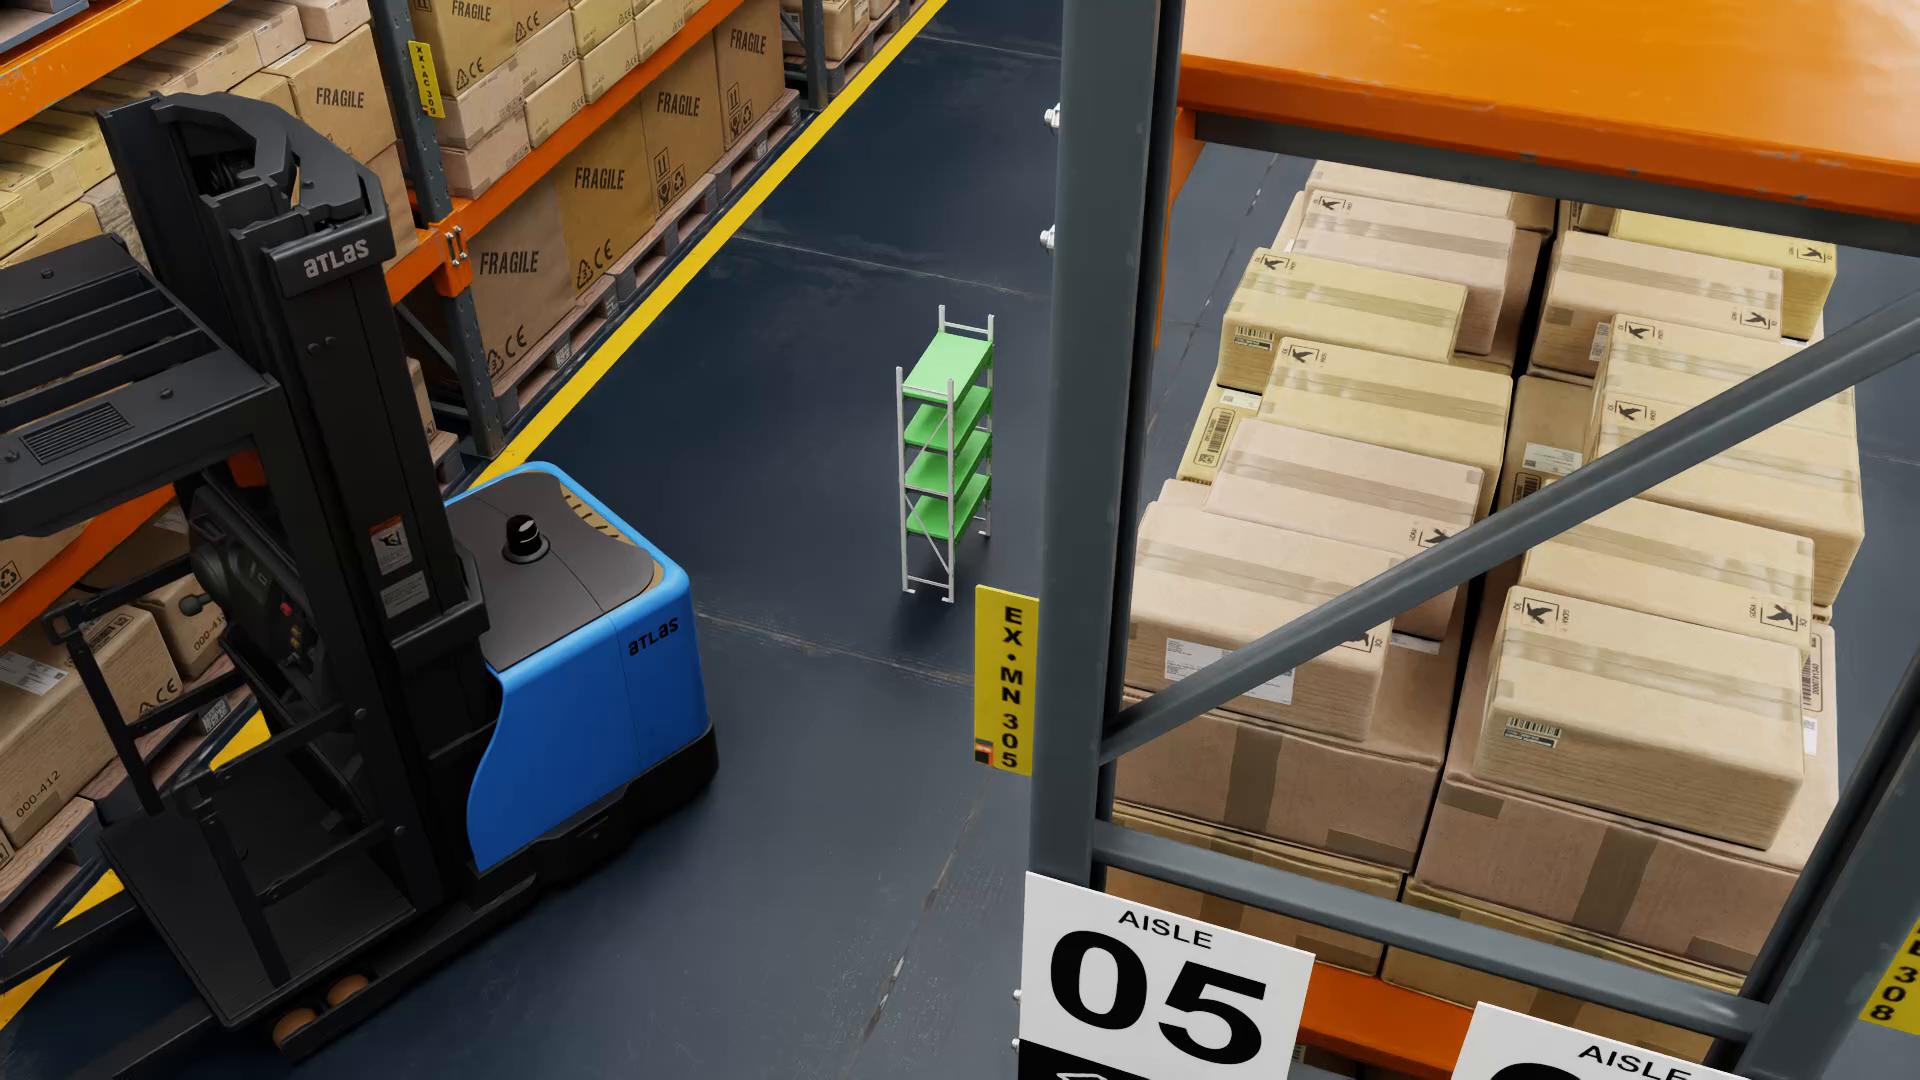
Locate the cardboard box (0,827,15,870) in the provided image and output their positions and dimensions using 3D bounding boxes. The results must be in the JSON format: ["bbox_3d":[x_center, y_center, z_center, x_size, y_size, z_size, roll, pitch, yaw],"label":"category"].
[{"bbox_3d":[-3.973,1.158,5.686,0.875,0.438,0.875,12,42,14],"label":"cardboard box"}]

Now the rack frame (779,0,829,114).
[{"bbox_3d":[-1.369,-4.112,10.212,1.000,3.000,0.127,13,42,15],"label":"rack frame"}]

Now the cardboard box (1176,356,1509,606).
[{"bbox_3d":[0.674,-0.119,2.952,0.500,0.250,0.500,12,42,14],"label":"cardboard box"}]

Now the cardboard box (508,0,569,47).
[{"bbox_3d":[-2.168,-2.611,7.606,0.500,0.500,0.500,13,42,15],"label":"cardboard box"}]

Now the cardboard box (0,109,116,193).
[{"bbox_3d":[-3.039,-1.313,5.584,0.380,0.149,0.250,12,42,14],"label":"cardboard box"}]

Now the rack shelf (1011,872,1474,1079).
[{"bbox_3d":[1.266,-0.283,3.967,1.077,0.370,4.000,13,42,15],"label":"rack shelf"}]

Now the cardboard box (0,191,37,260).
[{"bbox_3d":[-3.153,-0.989,5.205,0.380,0.149,0.250,12,42,14],"label":"cardboard box"}]

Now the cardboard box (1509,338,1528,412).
[{"bbox_3d":[1.324,-0.134,3.354,0.500,0.250,0.500,12,42,14],"label":"cardboard box"}]

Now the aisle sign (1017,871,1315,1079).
[{"bbox_3d":[0.275,0.794,2.459,0.394,0.787,0.004,13,42,15],"label":"aisle sign"}]

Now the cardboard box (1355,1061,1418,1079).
[{"bbox_3d":[0.985,1.058,3.076,0.500,0.500,0.500,13,42,15],"label":"cardboard box"}]

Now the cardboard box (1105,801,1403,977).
[{"bbox_3d":[0.489,0.384,2.746,0.500,0.250,0.500,12,42,14],"label":"cardboard box"}]

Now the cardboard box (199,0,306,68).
[{"bbox_3d":[-2.735,-1.942,6.322,0.380,0.149,0.250,14,43,16],"label":"cardboard box"}]

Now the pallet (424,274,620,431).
[{"bbox_3d":[-2.544,-1.099,8.829,1.003,0.211,1.213,13,42,15],"label":"pallet"}]

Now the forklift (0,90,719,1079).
[{"bbox_3d":[-2.370,0.254,5.148,3.031,2.935,1.130,-31,49,-31],"label":"forklift"}]

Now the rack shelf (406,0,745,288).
[{"bbox_3d":[-2.053,-2.618,9.016,1.077,0.370,4.000,13,42,15],"label":"rack shelf"}]

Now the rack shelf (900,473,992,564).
[{"bbox_3d":[-0.057,-0.124,7.393,0.258,0.148,0.480,13,42,15],"label":"rack shelf"}]

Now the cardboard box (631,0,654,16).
[{"bbox_3d":[-1.801,-2.946,8.576,0.500,0.250,0.500,12,42,14],"label":"cardboard box"}]

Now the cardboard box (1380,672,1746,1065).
[{"bbox_3d":[0.976,0.504,2.607,0.500,0.250,0.500,15,43,17],"label":"cardboard box"}]

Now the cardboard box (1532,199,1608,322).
[{"bbox_3d":[1.509,-0.613,3.530,0.500,0.250,0.500,12,42,13],"label":"cardboard box"}]

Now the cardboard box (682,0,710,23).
[{"bbox_3d":[-1.645,-3.070,9.106,0.500,0.250,0.500,13,42,15],"label":"cardboard box"}]

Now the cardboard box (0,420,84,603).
[{"bbox_3d":[-3.333,-0.120,5.457,0.500,0.500,0.500,13,42,15],"label":"cardboard box"}]

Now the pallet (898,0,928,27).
[{"bbox_3d":[-0.681,-4.269,12.544,1.003,0.211,1.213,13,42,15],"label":"pallet"}]

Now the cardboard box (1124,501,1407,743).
[{"bbox_3d":[0.419,0.111,2.375,0.380,0.149,0.250,13,42,15],"label":"cardboard box"}]

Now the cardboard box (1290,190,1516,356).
[{"bbox_3d":[0.815,-0.501,3.092,0.380,0.149,0.250,12,42,14],"label":"cardboard box"}]

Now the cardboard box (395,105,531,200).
[{"bbox_3d":[-2.338,-1.825,7.647,0.500,0.250,0.500,12,42,14],"label":"cardboard box"}]

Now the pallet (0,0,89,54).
[{"bbox_3d":[-3.445,-1.541,4.956,1.003,0.211,1.213,13,42,15],"label":"pallet"}]

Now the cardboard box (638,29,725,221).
[{"bbox_3d":[-1.992,-2.517,9.656,0.875,0.875,0.875,14,42,16],"label":"cardboard box"}]

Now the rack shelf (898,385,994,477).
[{"bbox_3d":[-0.057,-0.489,7.082,0.258,0.148,0.480,13,42,15],"label":"rack shelf"}]

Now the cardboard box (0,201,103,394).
[{"bbox_3d":[-3.164,-0.817,5.503,0.500,0.500,0.500,13,42,15],"label":"cardboard box"}]

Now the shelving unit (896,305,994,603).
[{"bbox_3d":[-0.057,-0.355,7.196,0.258,1.200,0.503,13,42,15],"label":"shelving unit"}]

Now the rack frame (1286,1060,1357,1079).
[{"bbox_3d":[0.582,1.805,3.277,1.000,3.000,0.127,13,42,15],"label":"rack frame"}]

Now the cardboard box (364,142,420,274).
[{"bbox_3d":[-2.655,-1.370,6.922,0.500,0.500,0.500,14,42,15],"label":"cardboard box"}]

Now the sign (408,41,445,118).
[{"bbox_3d":[-2.215,-1.909,6.902,0.100,0.325,0.005,13,42,15],"label":"sign"}]

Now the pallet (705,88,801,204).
[{"bbox_3d":[-1.709,-2.587,10.573,1.003,0.211,1.213,13,42,15],"label":"pallet"}]

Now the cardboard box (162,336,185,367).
[{"bbox_3d":[-2.984,-0.746,6.189,0.500,0.500,0.500,13,42,14],"label":"cardboard box"}]

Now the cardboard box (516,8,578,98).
[{"bbox_3d":[-2.169,-2.335,7.860,0.500,0.250,0.500,14,42,16],"label":"cardboard box"}]

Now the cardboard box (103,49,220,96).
[{"bbox_3d":[-2.899,-1.634,5.960,0.380,0.149,0.250,13,42,15],"label":"cardboard box"}]

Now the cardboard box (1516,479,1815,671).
[{"bbox_3d":[1.010,0.080,2.411,0.380,0.149,0.250,15,43,17],"label":"cardboard box"}]

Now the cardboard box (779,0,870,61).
[{"bbox_3d":[-1.166,-3.614,11.330,0.950,0.372,0.625,11,42,12],"label":"cardboard box"}]

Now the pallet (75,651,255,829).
[{"bbox_3d":[-3.486,0.582,6.859,1.003,0.211,1.213,13,42,15],"label":"pallet"}]

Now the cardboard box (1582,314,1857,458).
[{"bbox_3d":[1.256,-0.217,2.759,0.380,0.149,0.250,14,42,16],"label":"cardboard box"}]

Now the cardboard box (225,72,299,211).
[{"bbox_3d":[-2.820,-1.434,6.226,0.500,0.500,0.500,13,42,14],"label":"cardboard box"}]

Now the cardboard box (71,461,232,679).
[{"bbox_3d":[-3.358,0.048,6.987,0.875,0.438,0.875,12,42,14],"label":"cardboard box"}]

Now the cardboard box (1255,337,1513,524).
[{"bbox_3d":[0.683,-0.175,2.709,0.380,0.149,0.250,12,42,14],"label":"cardboard box"}]

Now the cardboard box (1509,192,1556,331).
[{"bbox_3d":[1.035,-0.736,3.675,0.500,0.250,0.500,12,42,13],"label":"cardboard box"}]

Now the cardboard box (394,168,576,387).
[{"bbox_3d":[-2.600,-1.419,8.370,0.875,0.875,0.875,15,43,16],"label":"cardboard box"}]

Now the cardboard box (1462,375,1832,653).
[{"bbox_3d":[1.154,0.002,2.810,0.500,0.250,0.500,13,42,15],"label":"cardboard box"}]

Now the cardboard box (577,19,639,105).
[{"bbox_3d":[-1.972,-2.450,8.379,0.500,0.250,0.500,13,42,15],"label":"cardboard box"}]

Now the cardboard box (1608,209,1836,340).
[{"bbox_3d":[1.424,-0.538,3.135,0.380,0.149,0.250,15,43,16],"label":"cardboard box"}]

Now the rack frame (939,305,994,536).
[{"bbox_3d":[0.027,-0.504,7.370,0.240,1.200,0.015,13,42,15],"label":"rack frame"}]

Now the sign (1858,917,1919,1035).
[{"bbox_3d":[1.092,0.451,1.879,0.100,0.325,0.005,13,42,15],"label":"sign"}]
